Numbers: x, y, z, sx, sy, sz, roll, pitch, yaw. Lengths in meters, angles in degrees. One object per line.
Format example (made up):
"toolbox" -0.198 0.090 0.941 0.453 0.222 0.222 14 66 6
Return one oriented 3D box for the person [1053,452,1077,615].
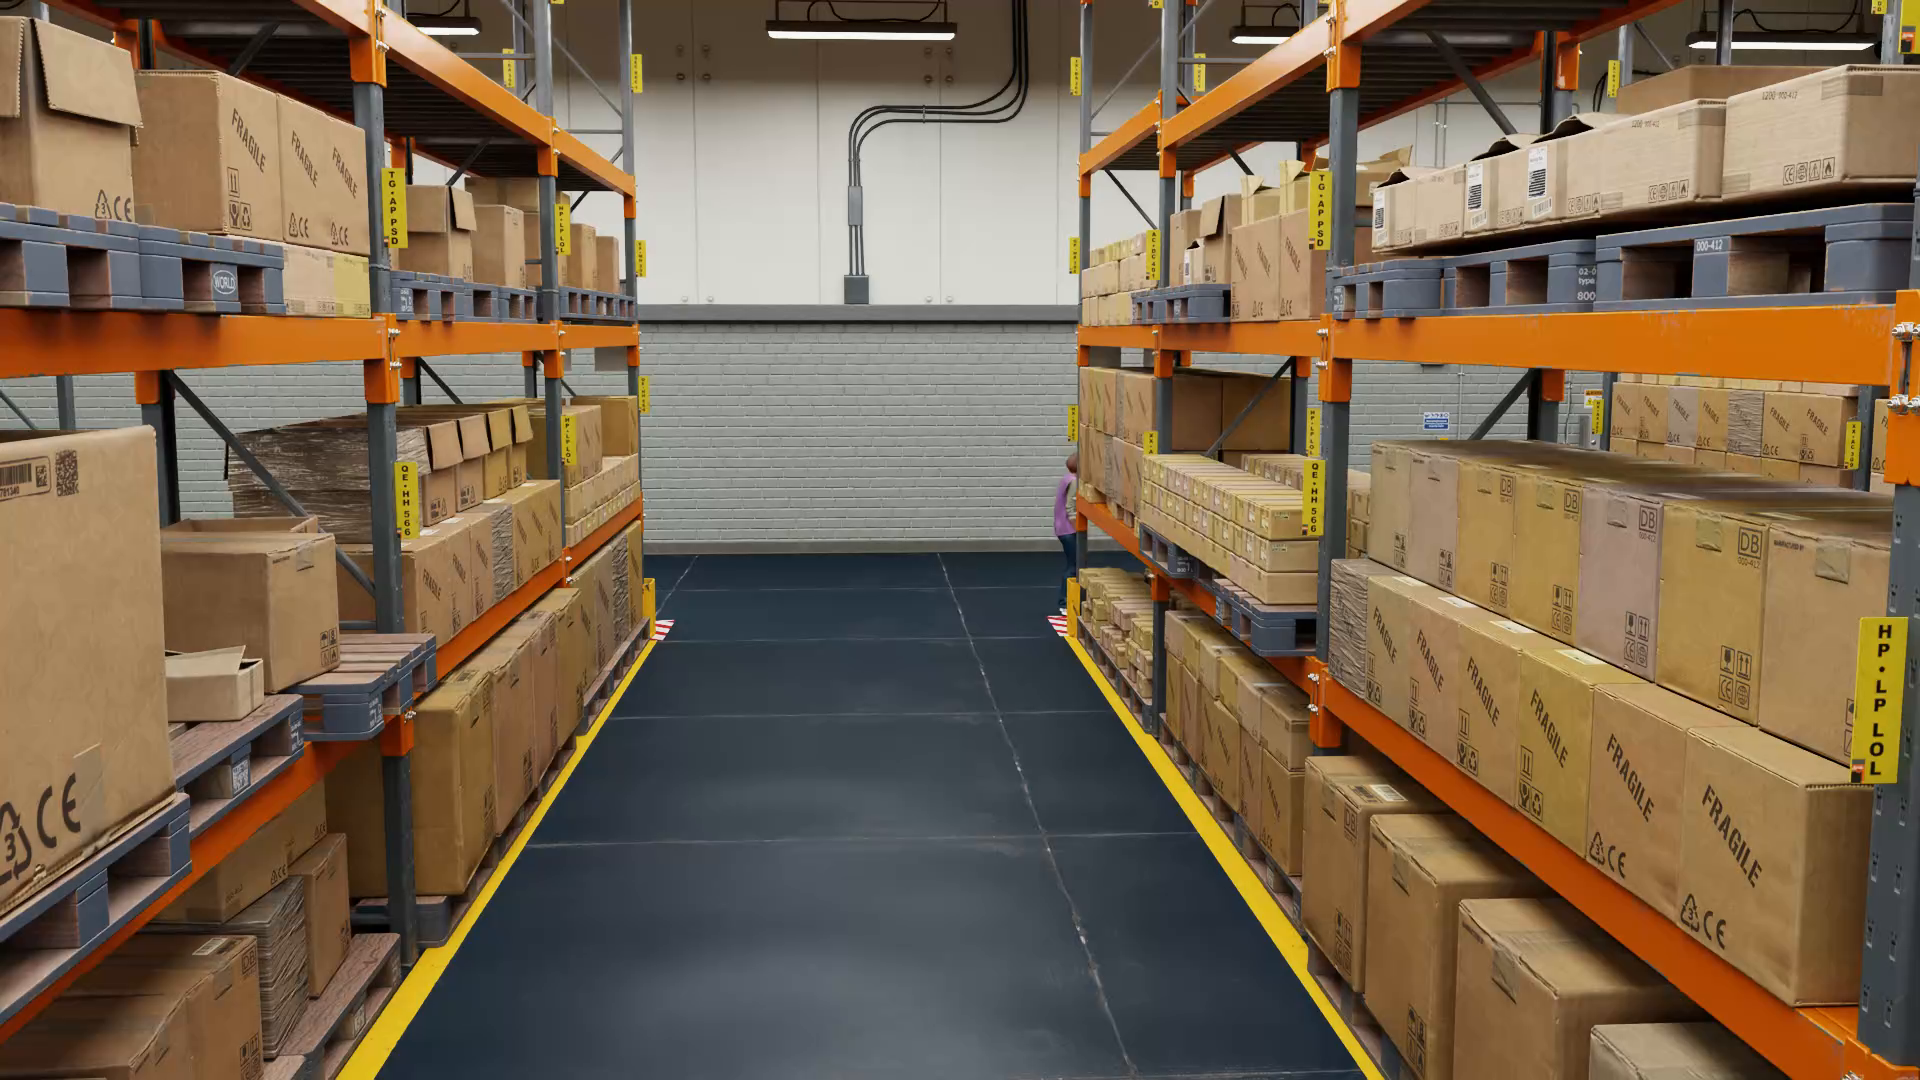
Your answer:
"person" 1.093 -0.064 16.315 0.339 1.593 0.462 0 7 -2
